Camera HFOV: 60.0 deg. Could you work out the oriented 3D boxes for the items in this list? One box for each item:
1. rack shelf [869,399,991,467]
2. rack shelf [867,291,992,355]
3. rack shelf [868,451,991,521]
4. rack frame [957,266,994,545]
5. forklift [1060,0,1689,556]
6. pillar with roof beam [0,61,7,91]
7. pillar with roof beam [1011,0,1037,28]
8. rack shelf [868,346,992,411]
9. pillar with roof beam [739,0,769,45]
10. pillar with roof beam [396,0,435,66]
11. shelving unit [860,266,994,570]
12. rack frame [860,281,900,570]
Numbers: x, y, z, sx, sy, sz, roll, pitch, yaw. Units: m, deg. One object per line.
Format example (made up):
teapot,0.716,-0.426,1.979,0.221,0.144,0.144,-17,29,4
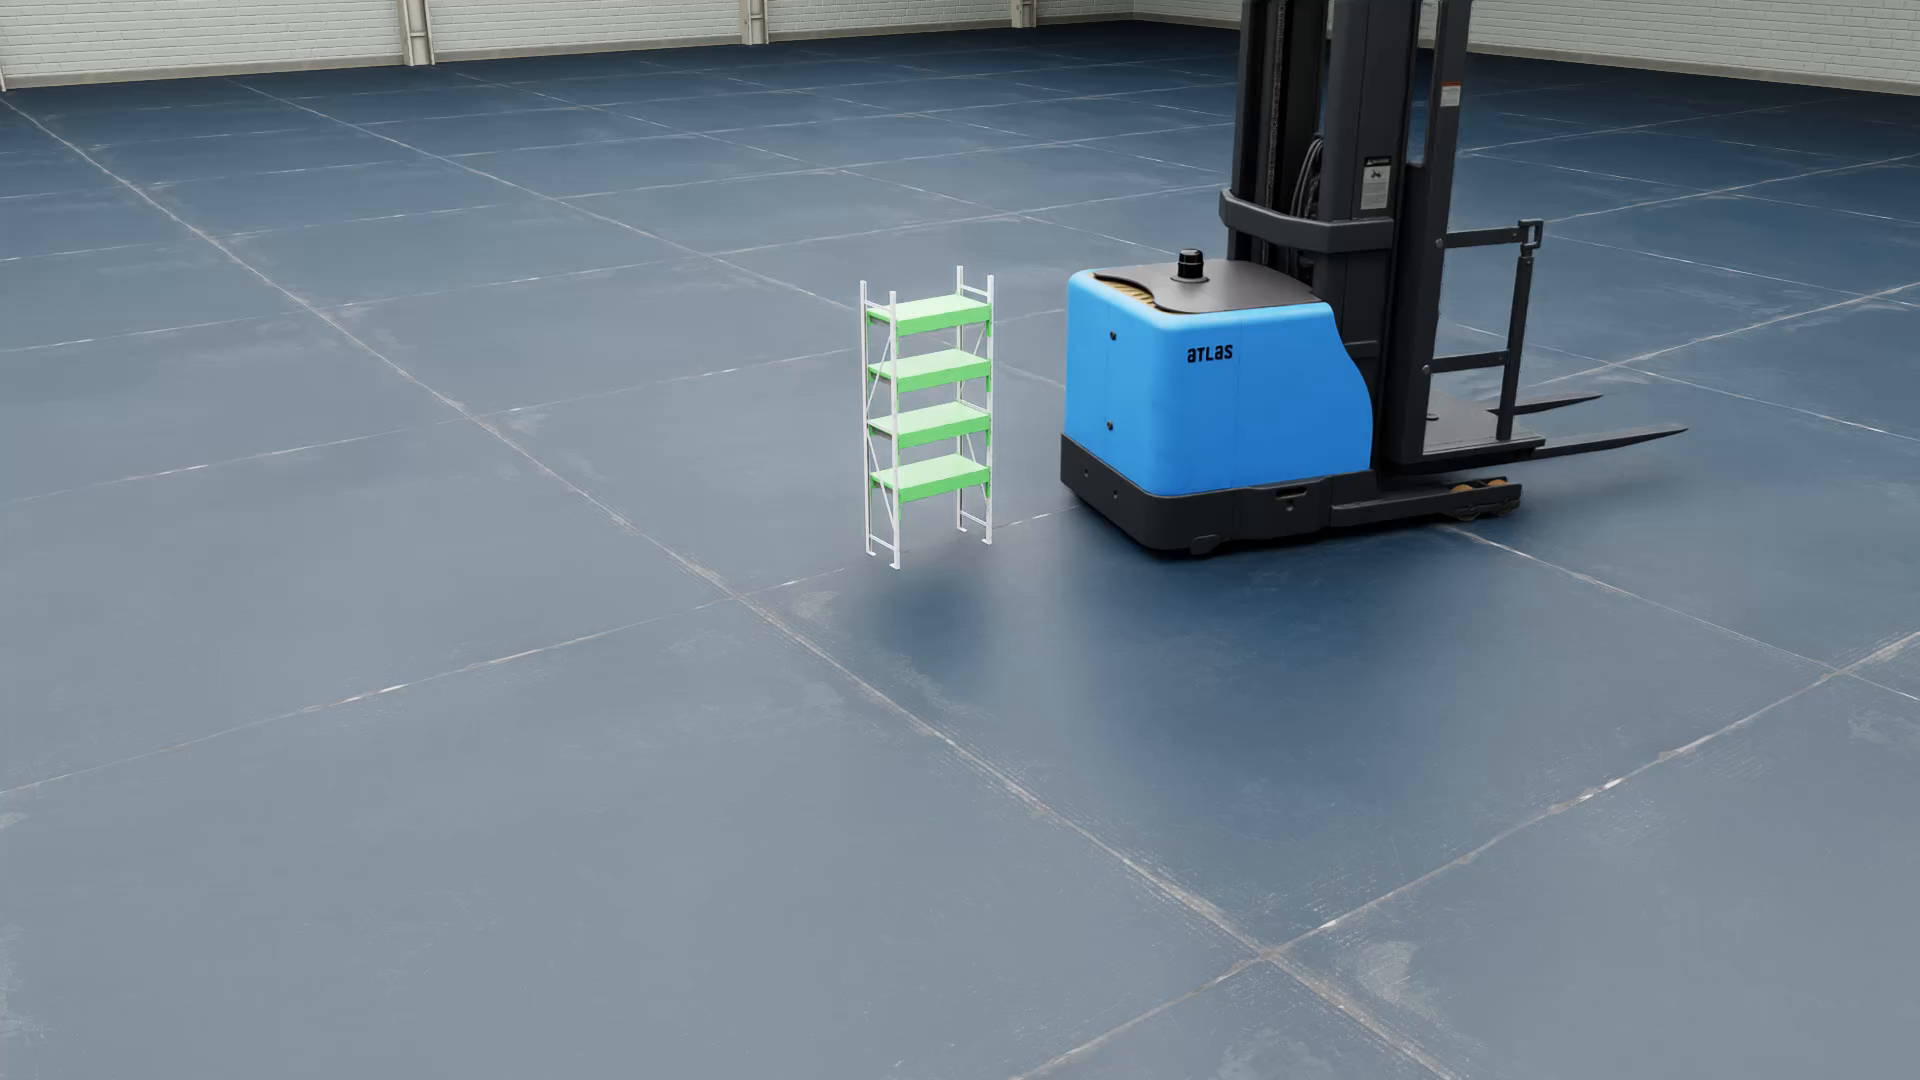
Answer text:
rack shelf,-0.134,-0.462,7.108,0.480,0.148,0.258,-15,26,-33
rack shelf,-0.134,-0.908,6.930,0.480,0.148,0.258,-15,26,-33
rack shelf,-0.134,-0.239,7.197,0.480,0.148,0.258,-15,26,-33
rack frame,0.064,-0.574,7.217,0.015,1.200,0.240,-15,26,-33
forklift,2.049,-1.620,7.500,3.031,2.935,1.130,-8,23,-19
pillar with roof beam,-10.850,-9.063,17.966,0.400,9.000,9.100,-15,26,-33
pillar with roof beam,3.761,-12.959,27.730,0.400,9.000,9.100,-15,26,-33
rack shelf,-0.134,-0.685,7.019,0.480,0.148,0.258,-15,26,-33
pillar with roof beam,-1.109,-11.660,24.475,0.400,9.000,9.100,-15,26,-33
pillar with roof beam,-5.980,-10.361,21.220,0.400,9.000,9.100,-15,26,-33
shelving unit,-0.134,-0.521,7.084,0.503,1.200,0.258,-15,26,-33
rack frame,-0.332,-0.469,6.952,0.015,1.200,0.240,-15,26,-33
